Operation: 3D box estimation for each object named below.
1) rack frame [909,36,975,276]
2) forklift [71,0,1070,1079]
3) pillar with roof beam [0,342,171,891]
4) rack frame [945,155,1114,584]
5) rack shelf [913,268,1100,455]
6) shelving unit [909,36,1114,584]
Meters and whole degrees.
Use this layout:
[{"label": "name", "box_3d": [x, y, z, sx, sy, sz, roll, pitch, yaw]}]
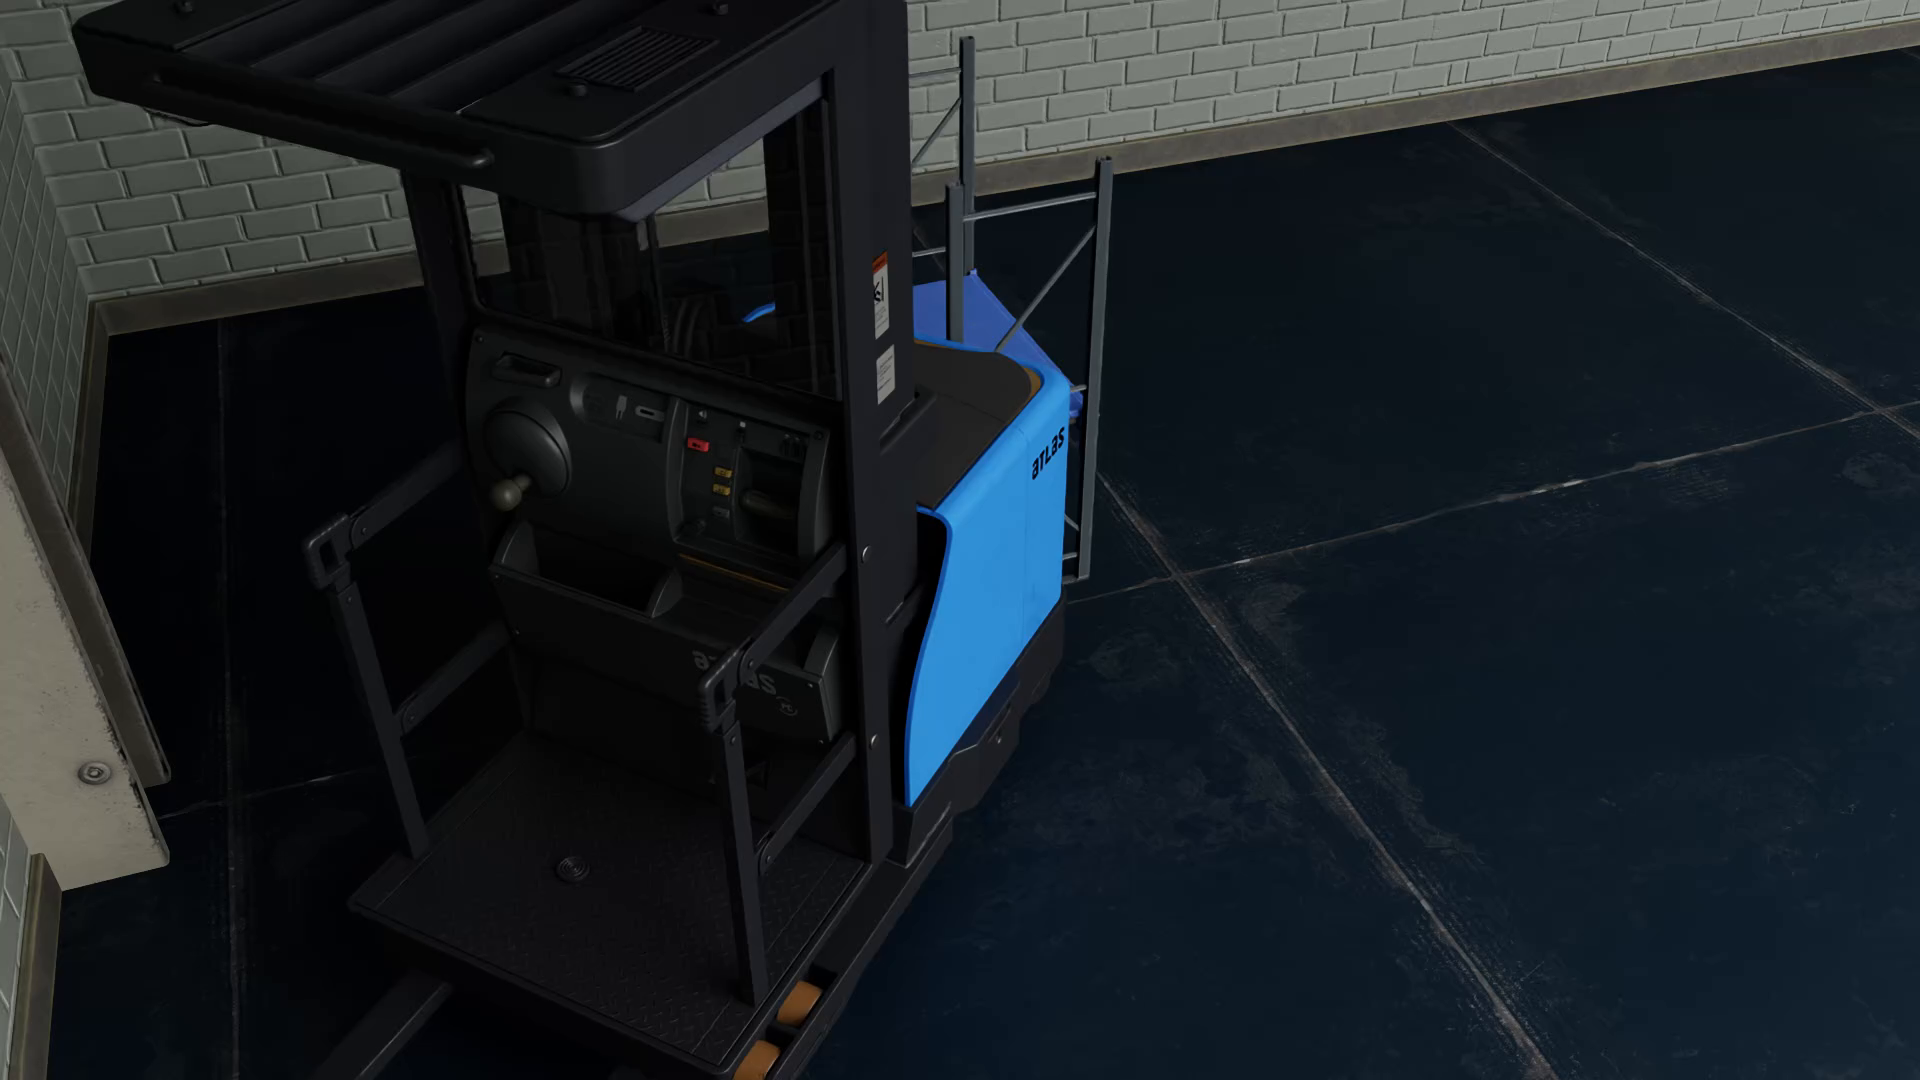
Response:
[{"label": "rack frame", "box_3d": [-0.188, -0.990, 5.818, 0.500, 1.500, 0.032, -14, 39, -18]}, {"label": "forklift", "box_3d": [-0.788, -0.121, 3.475, 1.130, 2.935, 3.031, 17, 40, 21]}, {"label": "pillar with roof beam", "box_3d": [1.657, -3.674, 3.148, 9.100, 9.000, 0.400, -12, 39, -16]}, {"label": "rack frame", "box_3d": [0.196, -0.424, 5.067, 0.500, 1.500, 0.032, -14, 39, -18]}, {"label": "rack shelf", "box_3d": [0.004, -0.564, 5.551, 0.538, 0.185, 1.000, -14, 39, -18]}, {"label": "shelving unit", "box_3d": [0.004, -0.707, 5.442, 0.538, 1.500, 1.048, -14, 39, -18]}]
